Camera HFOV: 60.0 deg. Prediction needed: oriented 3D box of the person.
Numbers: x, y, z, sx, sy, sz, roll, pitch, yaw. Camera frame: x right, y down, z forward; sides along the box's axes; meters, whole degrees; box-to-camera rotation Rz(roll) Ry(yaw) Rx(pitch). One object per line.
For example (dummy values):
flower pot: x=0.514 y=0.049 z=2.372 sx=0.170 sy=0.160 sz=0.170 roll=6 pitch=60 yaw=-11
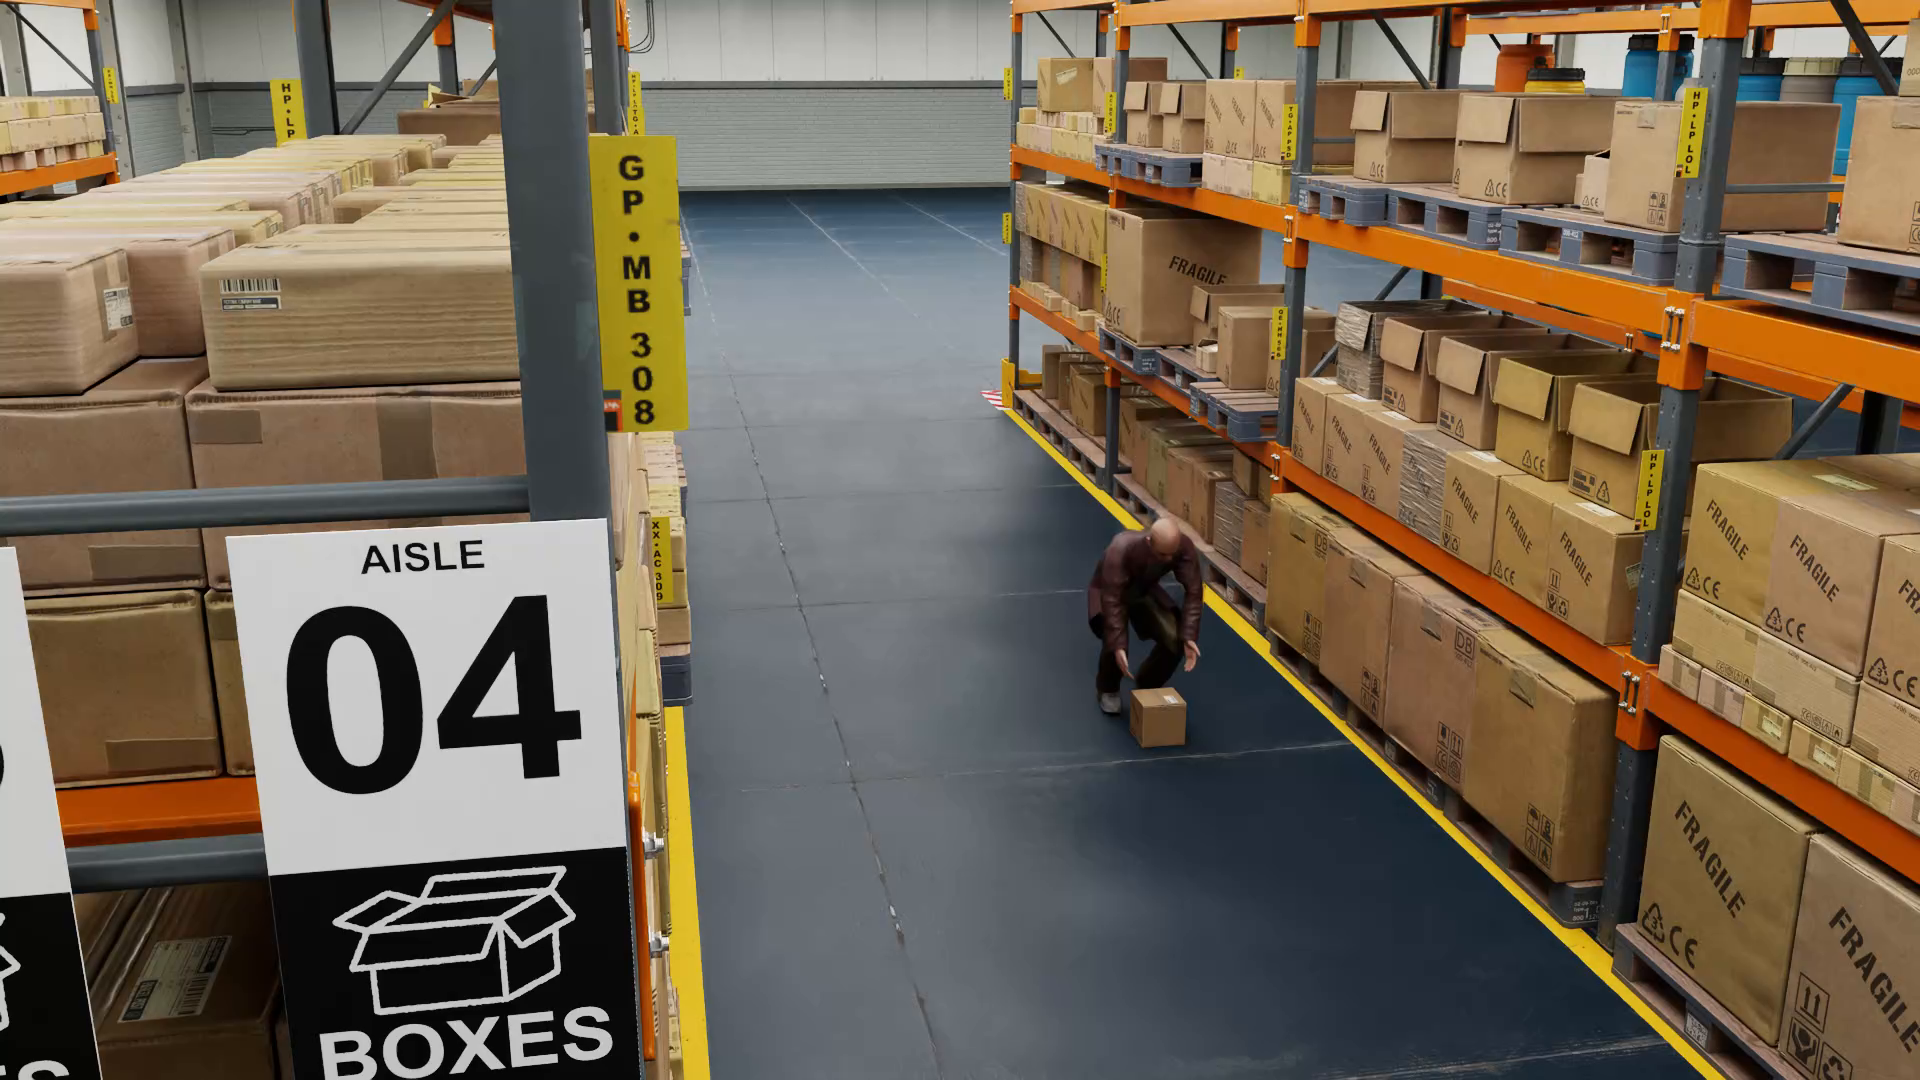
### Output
person: x=1.059 y=0.406 z=9.654 sx=0.630 sy=1.226 sz=0.804 roll=-3 pitch=16 yaw=-10
